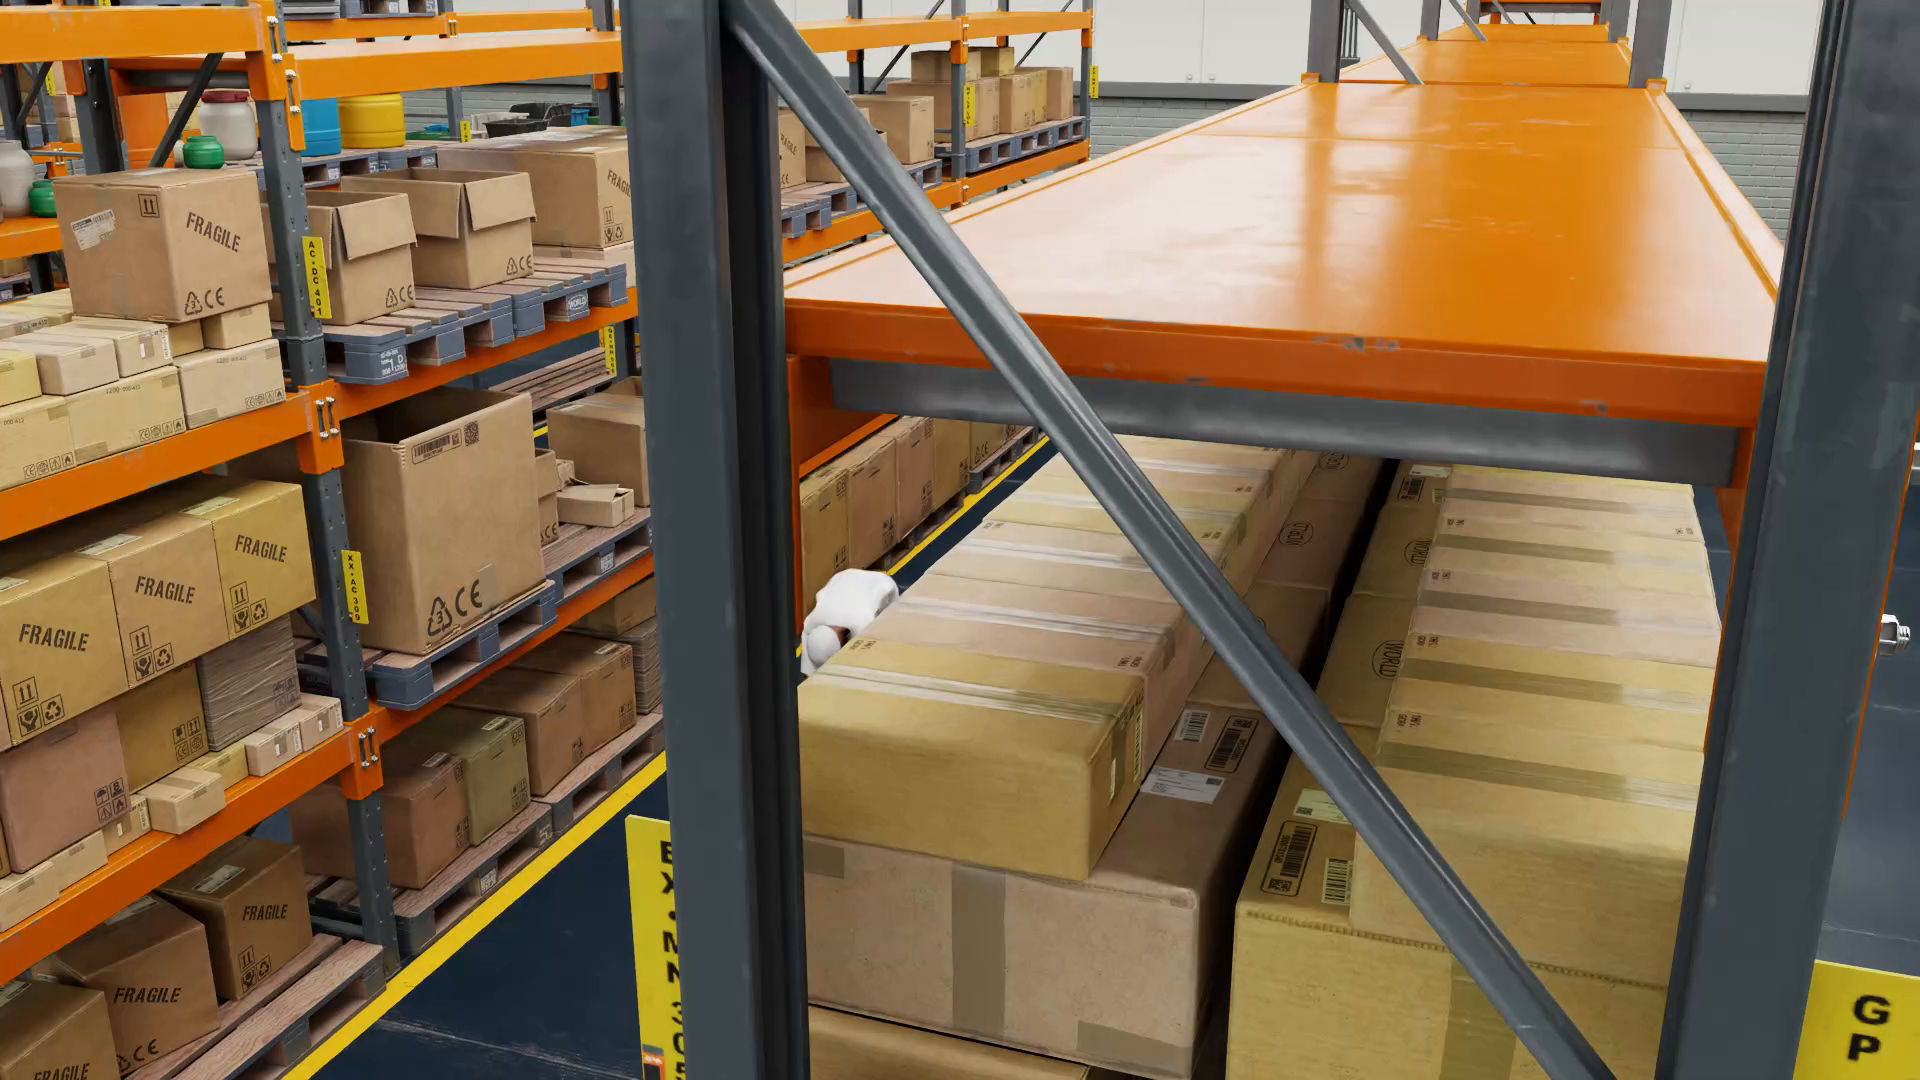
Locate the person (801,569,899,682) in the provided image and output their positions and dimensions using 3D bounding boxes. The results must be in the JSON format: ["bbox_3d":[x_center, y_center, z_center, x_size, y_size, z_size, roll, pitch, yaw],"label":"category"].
[{"bbox_3d":[-0.691,0.699,10.258,0.511,0.925,0.975,6,20,19],"label":"person"}]
